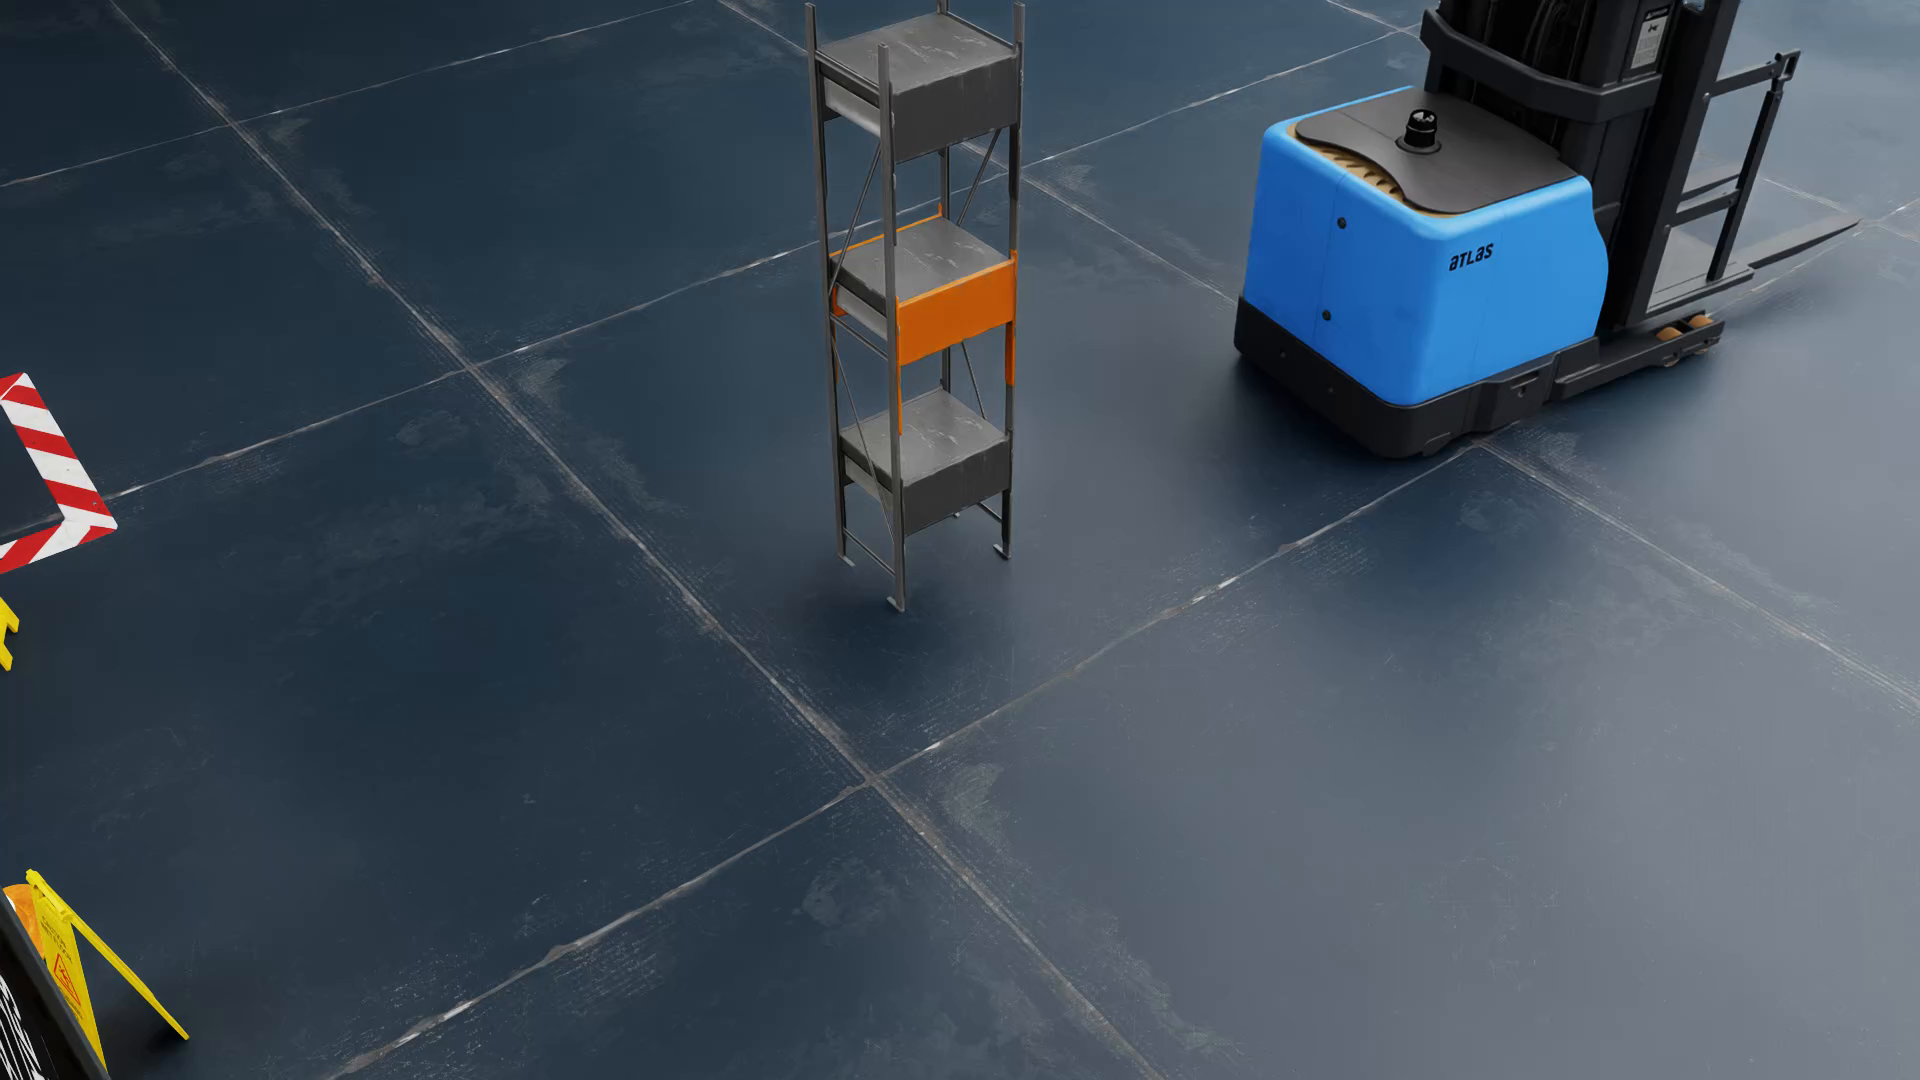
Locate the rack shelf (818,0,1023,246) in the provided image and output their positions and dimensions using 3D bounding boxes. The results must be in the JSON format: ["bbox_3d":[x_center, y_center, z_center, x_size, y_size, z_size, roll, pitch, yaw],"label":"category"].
[{"bbox_3d":[-0.131,-1.278,5.071,0.480,0.518,0.431,-26,46,-28],"label":"rack shelf"}]

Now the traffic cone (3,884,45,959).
[{"bbox_3d":[-2.820,0.988,4.681,0.334,0.463,0.336,-26,46,-28],"label":"traffic cone"}]

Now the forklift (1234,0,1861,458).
[{"bbox_3d":[2.711,-2.147,6.556,3.031,2.935,1.130,-21,44,-23],"label":"forklift"}]

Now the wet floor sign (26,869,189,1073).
[{"bbox_3d":[-2.298,1.119,4.378,0.267,0.644,0.232,30,48,31],"label":"wet floor sign"}]

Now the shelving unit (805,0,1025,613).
[{"bbox_3d":[-0.131,-0.748,5.506,0.503,2.100,0.431,-26,46,-28],"label":"shelving unit"}]

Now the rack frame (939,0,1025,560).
[{"bbox_3d":[0.062,-0.842,5.621,0.015,2.100,0.400,-26,46,-28],"label":"rack frame"}]

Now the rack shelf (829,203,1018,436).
[{"bbox_3d":[-0.131,-0.737,5.515,0.480,0.518,0.431,-26,46,-28],"label":"rack shelf"}]

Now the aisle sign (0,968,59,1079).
[{"bbox_3d":[-0.875,0.334,1.429,0.004,0.787,0.394,-26,46,-28],"label":"aisle sign"}]

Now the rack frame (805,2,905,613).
[{"bbox_3d":[-0.325,-0.654,5.391,0.015,2.100,0.400,-26,46,-28],"label":"rack frame"}]

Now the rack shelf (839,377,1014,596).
[{"bbox_3d":[-0.131,-0.196,5.959,0.480,0.518,0.431,-26,46,-28],"label":"rack shelf"}]

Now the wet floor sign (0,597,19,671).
[{"bbox_3d":[-3.408,0.140,5.571,0.232,0.644,0.267,-11,41,-13],"label":"wet floor sign"}]
